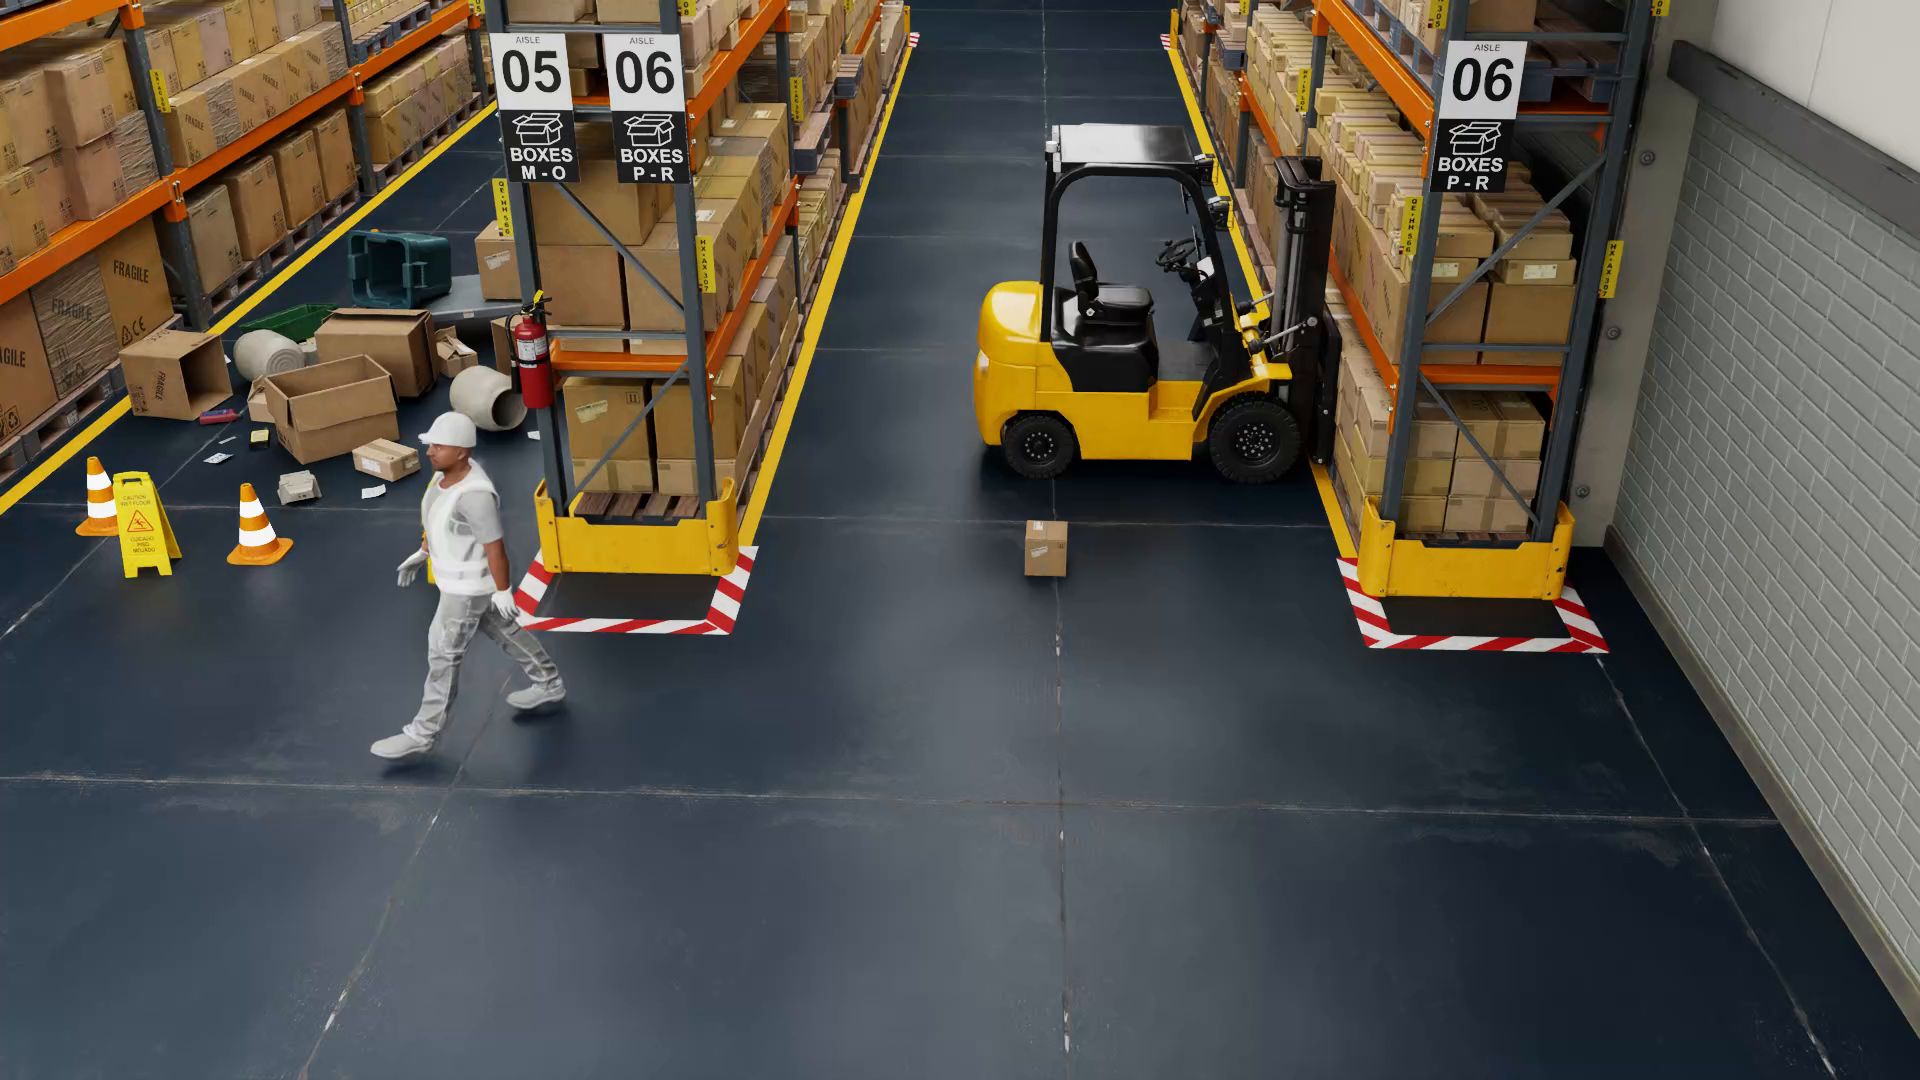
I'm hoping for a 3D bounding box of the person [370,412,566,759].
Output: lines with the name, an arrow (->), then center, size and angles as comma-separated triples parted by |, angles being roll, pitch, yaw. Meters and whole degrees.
person -> -2.534, 0.190, 8.215 | 1.017, 1.729, 0.557 | -12, 30, -21
